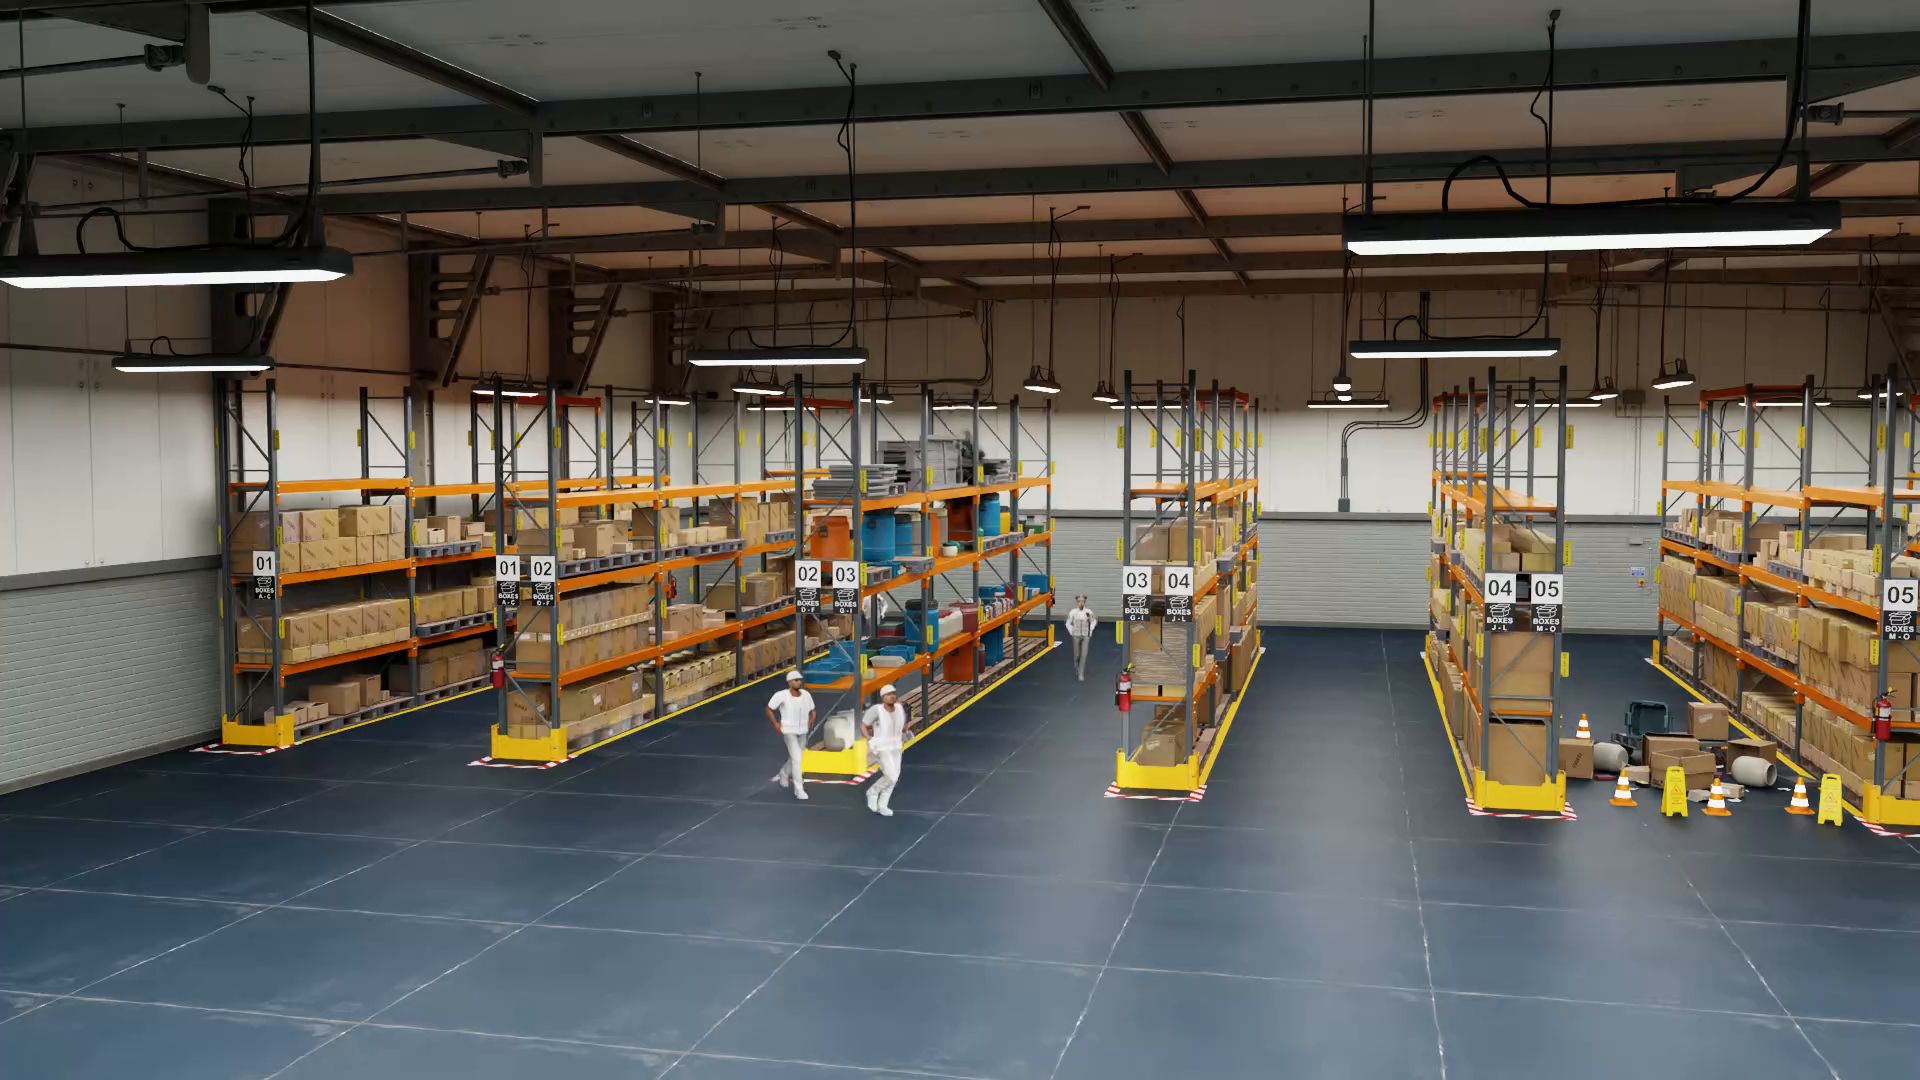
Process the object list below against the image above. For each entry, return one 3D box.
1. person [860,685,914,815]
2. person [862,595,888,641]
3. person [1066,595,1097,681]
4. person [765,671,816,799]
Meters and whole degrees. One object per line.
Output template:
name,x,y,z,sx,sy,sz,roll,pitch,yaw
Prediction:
person,-0.923,2.796,22.164,0.663,1.746,0.602,-3,5,-42
person,-1.985,1.832,38.196,0.617,1.667,0.957,0,3,3
person,2.404,1.910,32.929,0.617,1.682,0.696,0,3,1
person,-2.337,2.712,23.442,0.712,1.753,0.859,-3,4,-38
